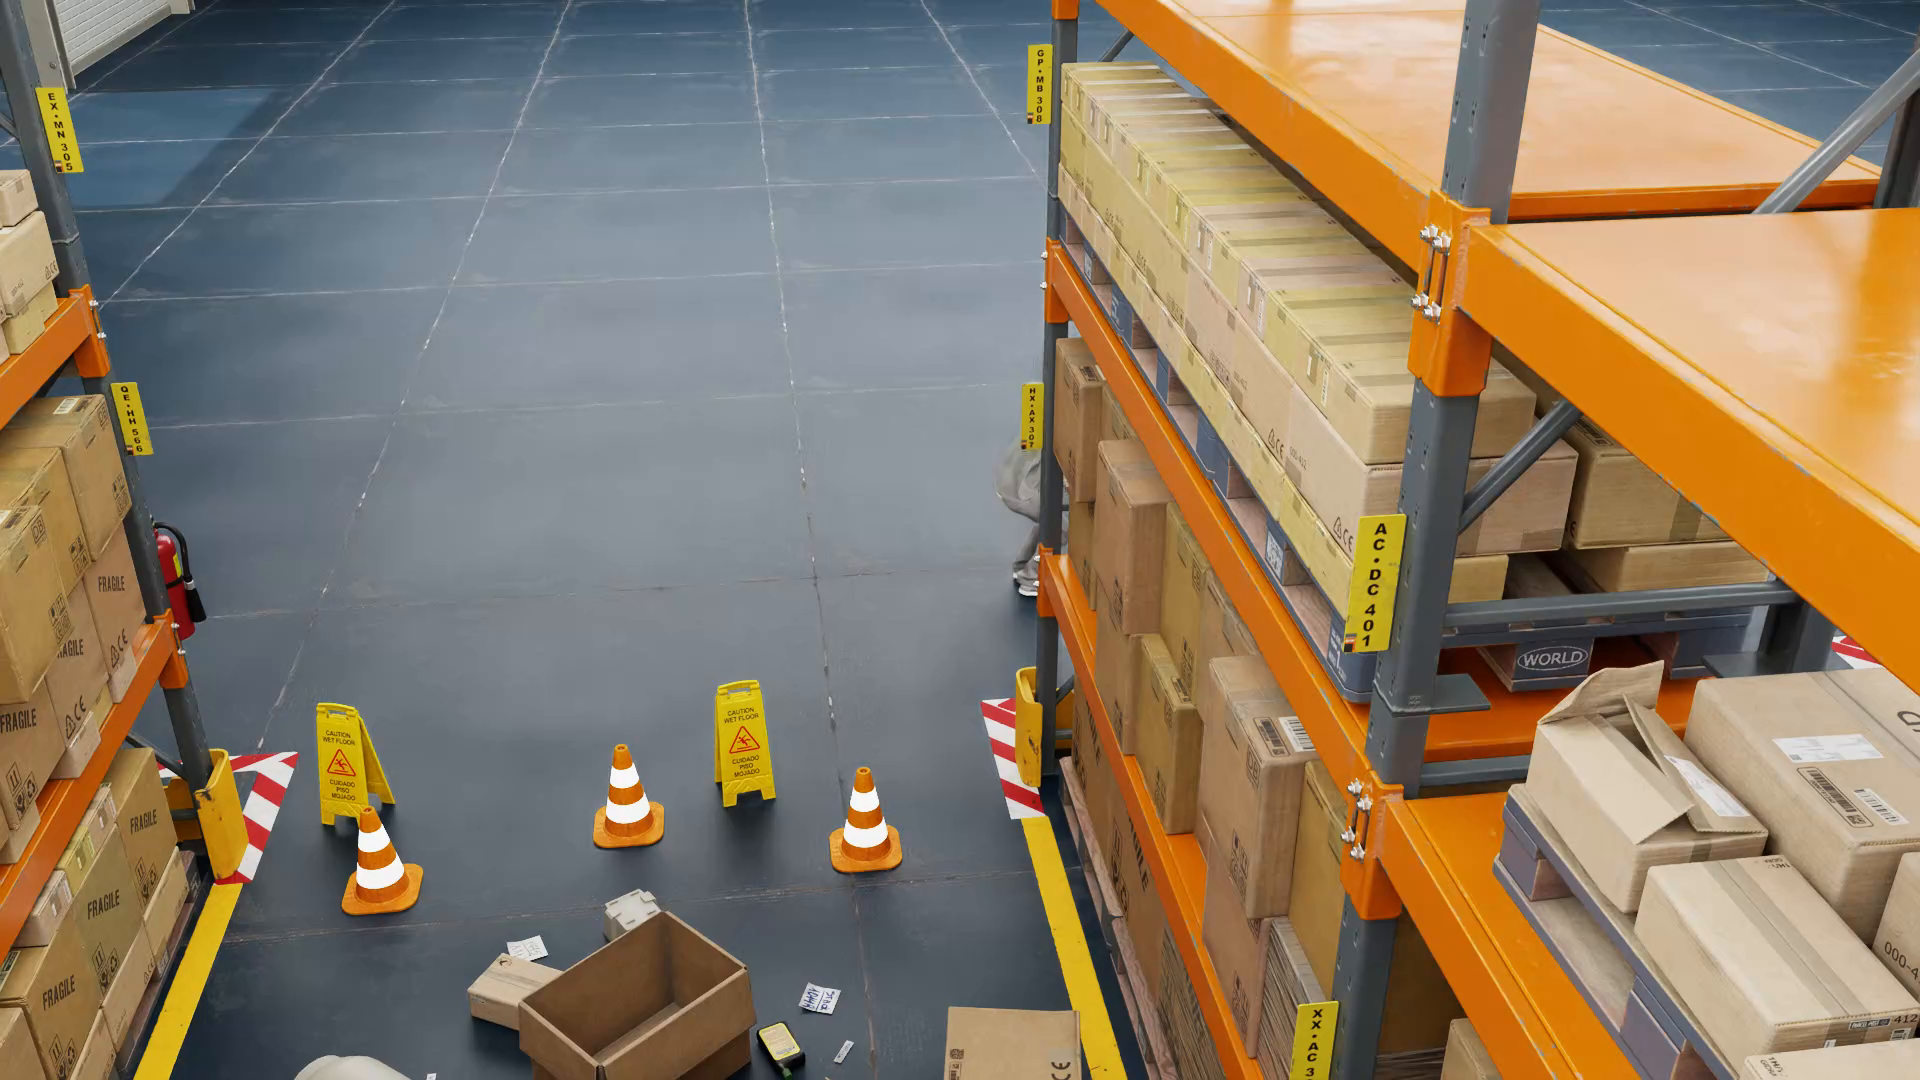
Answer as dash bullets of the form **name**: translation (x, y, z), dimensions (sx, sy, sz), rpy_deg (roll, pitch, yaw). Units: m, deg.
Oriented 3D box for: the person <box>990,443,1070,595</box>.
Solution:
- **person**: translation (0.523, -0.277, 10.040), dimensions (0.698, 1.217, 0.463), rpy_deg (-4, 28, -7)
